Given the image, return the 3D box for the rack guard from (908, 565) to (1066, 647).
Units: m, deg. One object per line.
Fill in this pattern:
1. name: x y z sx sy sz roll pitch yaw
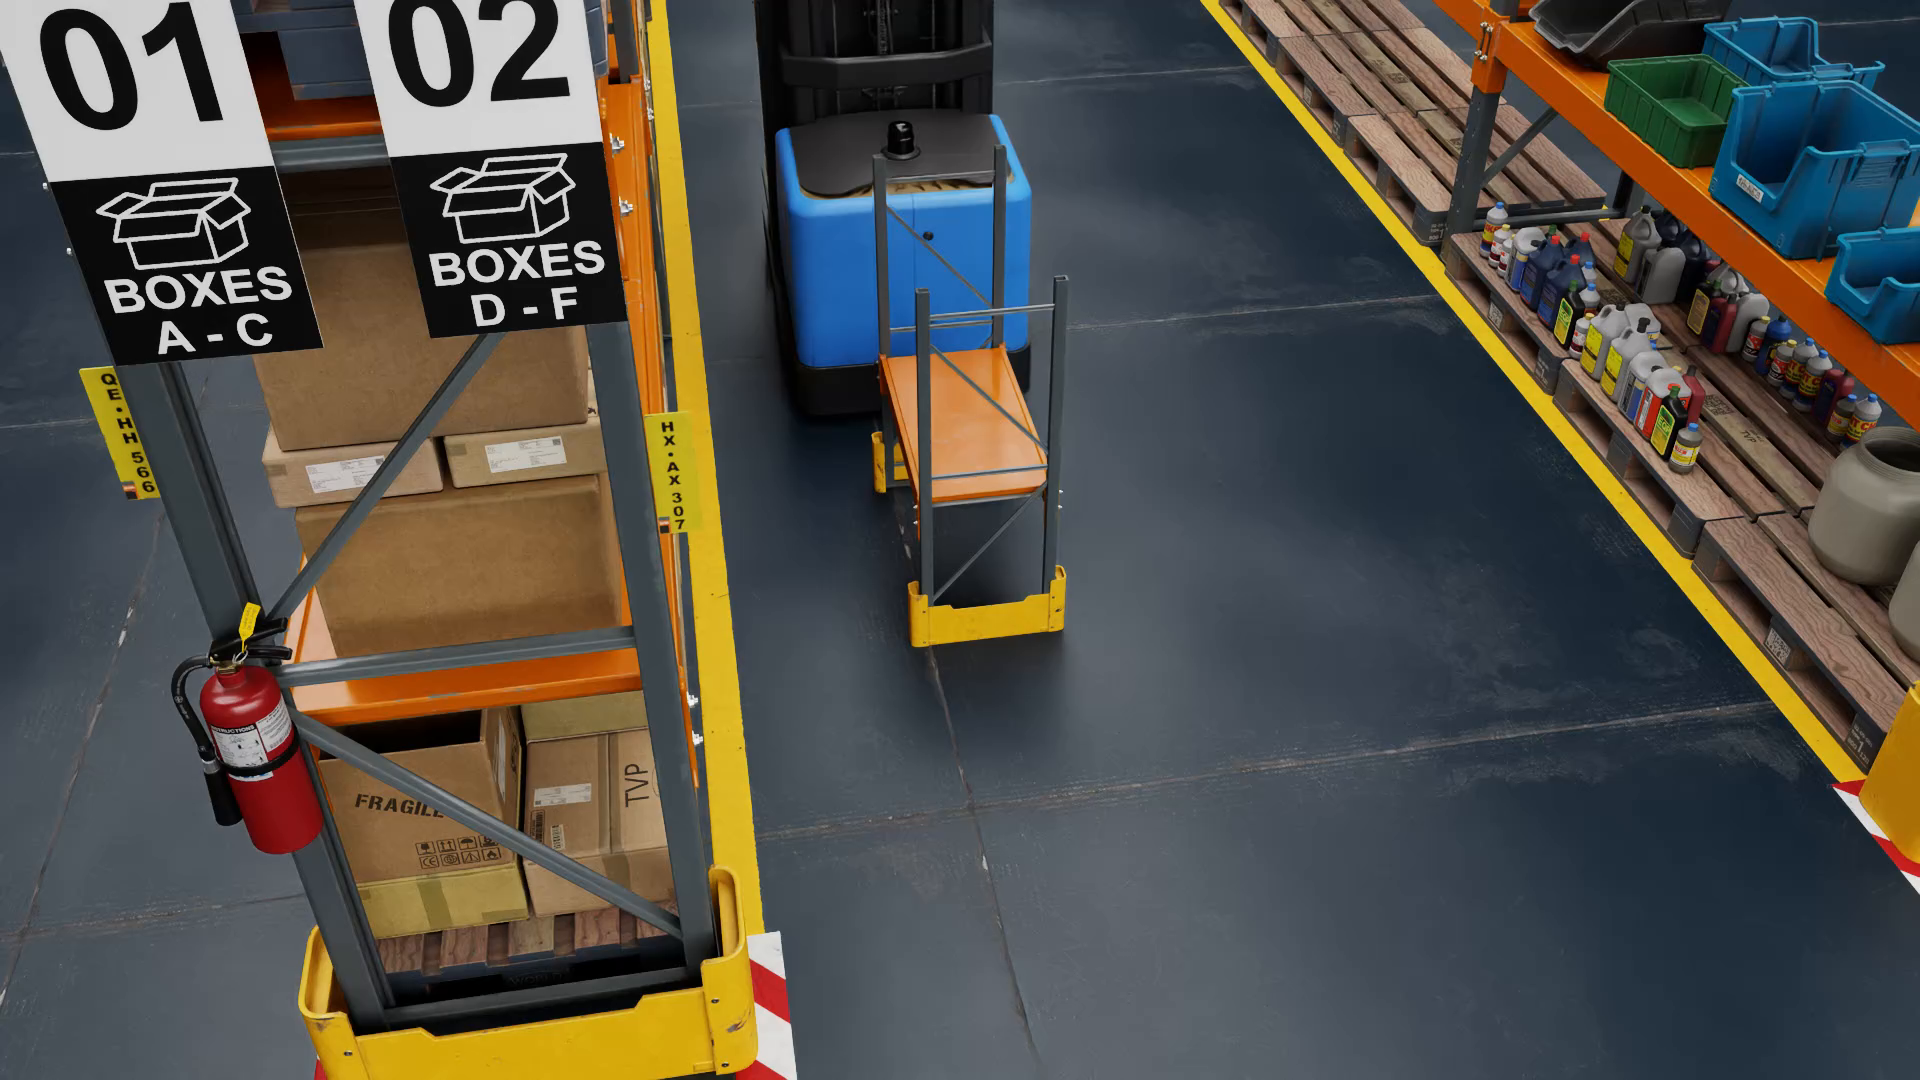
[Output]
1. rack guard: 0.101 0.248 6.227 0.587 0.250 0.087 -6 38 -8

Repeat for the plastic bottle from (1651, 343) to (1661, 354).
1. plastic bottle: 2.974 -0.758 7.203 0.097 0.201 0.097 0 38 0

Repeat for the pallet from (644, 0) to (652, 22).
1. pallet: -2.683 -3.904 11.604 1.003 0.211 1.213 -6 38 -8

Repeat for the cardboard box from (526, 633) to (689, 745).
1. cardboard box: -1.153 0.552 5.493 0.500 0.250 0.500 -6 38 -8

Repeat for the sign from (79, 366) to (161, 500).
1. sign: -1.723 -0.219 3.451 0.100 0.325 0.005 -6 38 -8

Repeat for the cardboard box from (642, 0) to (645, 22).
1. cardboard box: -2.257 -3.339 10.502 0.500 0.250 0.500 -5 38 -7

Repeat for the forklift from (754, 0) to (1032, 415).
1. forklift: -0.428 -2.610 7.720 1.130 2.935 3.031 -6 38 -7

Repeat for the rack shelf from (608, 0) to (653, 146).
1. rack shelf: -2.239 -3.058 8.828 1.077 0.370 4.000 -6 38 -8

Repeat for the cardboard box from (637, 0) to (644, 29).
1. cardboard box: -2.072 -2.944 9.536 0.500 0.311 0.500 -6 38 -8

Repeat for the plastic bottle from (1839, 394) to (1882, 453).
1. plastic bottle: 3.680 -0.474 6.780 0.097 0.271 0.097 0 38 0

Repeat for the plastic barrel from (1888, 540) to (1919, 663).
1. plastic barrel: 3.500 0.178 5.761 0.421 0.512 0.421 0 38 0

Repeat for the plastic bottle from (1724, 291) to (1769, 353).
1. plastic bottle: 3.501 -0.996 7.448 0.152 0.276 0.135 -6 38 -7

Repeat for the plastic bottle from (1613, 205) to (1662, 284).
1. plastic bottle: 3.244 -1.419 7.932 0.144 0.351 0.185 -6 38 -8

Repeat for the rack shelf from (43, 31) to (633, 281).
1. rack shelf: -1.537 -1.827 4.798 1.077 0.370 4.000 -6 38 -8

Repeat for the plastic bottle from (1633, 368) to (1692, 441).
1. plastic bottle: 2.920 -0.565 6.893 0.152 0.276 0.135 -6 38 -8

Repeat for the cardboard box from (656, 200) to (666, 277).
1. cardboard box: -1.715 -1.485 8.115 0.500 0.250 0.500 -7 38 -9

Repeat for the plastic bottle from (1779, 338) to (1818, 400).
1. plastic bottle: 3.602 -0.741 7.125 0.097 0.271 0.097 0 38 0

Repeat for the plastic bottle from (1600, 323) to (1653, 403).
1. plastic bottle: 2.863 -0.777 7.106 0.144 0.351 0.185 -5 38 -6

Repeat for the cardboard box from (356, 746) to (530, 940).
1. cardboard box: -1.572 0.909 5.034 0.500 0.250 0.500 -6 38 -8

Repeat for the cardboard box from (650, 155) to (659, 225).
1. cardboard box: -1.715 -1.712 7.951 0.500 0.311 0.500 -6 38 -8

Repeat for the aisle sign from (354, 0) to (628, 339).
1. aisle sign: -0.874 -0.738 3.137 0.394 0.787 0.004 -6 38 -8

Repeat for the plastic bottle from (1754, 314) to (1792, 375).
1. plastic bottle: 3.566 -0.864 7.282 0.097 0.271 0.097 0 38 0

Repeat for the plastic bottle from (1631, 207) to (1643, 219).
1. plastic bottle: 3.360 -1.548 8.220 0.097 0.201 0.097 0 38 0

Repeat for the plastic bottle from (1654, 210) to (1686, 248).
1. plastic bottle: 3.386 -1.435 7.952 0.144 0.351 0.185 -7 38 -9

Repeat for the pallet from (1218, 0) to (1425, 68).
1. pallet: 2.386 -3.508 11.093 1.003 0.211 1.213 -6 38 -8

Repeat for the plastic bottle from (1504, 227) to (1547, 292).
1. plastic bottle: 2.697 -1.331 7.880 0.152 0.276 0.135 -5 38 -6

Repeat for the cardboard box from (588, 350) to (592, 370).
1. cardboard box: -1.092 -0.434 4.253 0.380 0.149 0.250 -7 38 -9

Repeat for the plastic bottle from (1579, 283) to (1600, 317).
1. plastic bottle: 2.818 -1.030 7.497 0.097 0.271 0.097 0 38 0

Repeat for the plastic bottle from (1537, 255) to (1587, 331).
1. plastic bottle: 2.755 -1.147 7.581 0.144 0.351 0.185 -8 39 -10

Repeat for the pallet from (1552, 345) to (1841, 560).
1. pallet: 3.283 -0.415 7.113 1.003 0.211 1.213 -6 38 -8

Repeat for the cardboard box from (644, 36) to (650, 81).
1. cardboard box: -2.078 -2.724 9.710 0.500 0.250 0.500 -5 38 -7

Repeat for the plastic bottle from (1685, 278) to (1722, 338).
1. plastic bottle: 3.380 -1.071 7.539 0.061 0.283 0.133 -6 38 -8

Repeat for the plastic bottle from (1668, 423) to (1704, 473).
1. plastic bottle: 2.937 -0.380 6.716 0.097 0.201 0.097 0 38 0

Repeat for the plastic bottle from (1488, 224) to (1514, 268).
1. plastic bottle: 2.631 -1.433 8.072 0.097 0.201 0.097 0 38 0

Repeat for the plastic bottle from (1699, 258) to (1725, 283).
1. plastic bottle: 3.489 -1.198 7.703 0.061 0.283 0.133 -4 38 -5

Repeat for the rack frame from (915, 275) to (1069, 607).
1. rack frame: 0.104 -0.234 5.828 0.500 1.500 0.032 -6 38 -8

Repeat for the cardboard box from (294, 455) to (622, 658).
1. cardboard box: -1.256 -0.041 4.277 0.700 0.500 0.500 -6 38 -8

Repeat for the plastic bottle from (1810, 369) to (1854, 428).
1. plastic bottle: 3.658 -0.617 6.955 0.061 0.283 0.133 -6 38 -7

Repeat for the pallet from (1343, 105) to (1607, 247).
1. pallet: 2.813 -2.034 9.196 1.003 0.211 1.213 -6 38 -8

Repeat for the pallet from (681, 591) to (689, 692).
1. pallet: -1.572 0.190 6.333 1.003 0.211 1.213 -6 38 -8

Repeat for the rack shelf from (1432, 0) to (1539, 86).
1. rack shelf: 2.639 -3.589 9.511 1.077 0.370 4.000 -6 38 -8

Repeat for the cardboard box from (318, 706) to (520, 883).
1. cardboard box: -1.574 0.613 4.803 0.500 0.500 0.500 -6 38 -8

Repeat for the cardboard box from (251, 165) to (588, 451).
1. cardboard box: -1.265 -0.586 3.920 0.700 0.500 0.500 -6 38 -8

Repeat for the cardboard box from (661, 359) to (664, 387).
1. cardboard box: -1.513 -0.655 7.047 0.500 0.250 0.500 -6 38 -8

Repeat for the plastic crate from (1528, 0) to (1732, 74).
1. plastic crate: 2.956 -2.311 7.330 0.767 0.338 0.504 -6 38 -8

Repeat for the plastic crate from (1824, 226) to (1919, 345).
1. plastic crate: 3.200 -0.853 5.525 0.499 0.251 0.408 -6 38 -8

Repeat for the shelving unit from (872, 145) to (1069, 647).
1. shelving unit: 0.013 -0.546 6.231 0.587 1.500 1.083 -6 38 -8

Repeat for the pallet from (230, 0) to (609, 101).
1. pallet: -1.285 -1.298 3.603 1.003 0.211 1.213 -6 38 -8

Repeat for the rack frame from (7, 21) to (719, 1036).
1. rack frame: -1.187 0.281 3.943 1.000 3.000 0.127 -6 38 -8

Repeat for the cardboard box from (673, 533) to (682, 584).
1. cardboard box: -1.323 -0.053 6.272 0.500 0.250 0.500 -6 38 -8

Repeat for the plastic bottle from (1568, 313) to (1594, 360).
1. plastic bottle: 2.782 -0.914 7.404 0.097 0.201 0.097 0 38 0

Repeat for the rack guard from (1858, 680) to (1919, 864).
1. rack guard: 3.631 0.697 5.445 1.175 0.500 0.348 -6 38 -8

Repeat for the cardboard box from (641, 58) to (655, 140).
1. cardboard box: -1.890 -2.328 8.743 0.500 0.311 0.500 -7 38 -9

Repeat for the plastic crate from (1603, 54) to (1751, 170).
1. plastic crate: 2.949 -1.731 6.706 0.450 0.188 0.662 -6 38 -8

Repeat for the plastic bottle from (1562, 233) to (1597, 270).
1. plastic bottle: 2.864 -1.276 7.748 0.144 0.351 0.185 -6 38 -8

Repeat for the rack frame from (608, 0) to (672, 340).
1. rack frame: -1.888 -2.135 7.053 1.000 3.000 0.127 -6 38 -8
